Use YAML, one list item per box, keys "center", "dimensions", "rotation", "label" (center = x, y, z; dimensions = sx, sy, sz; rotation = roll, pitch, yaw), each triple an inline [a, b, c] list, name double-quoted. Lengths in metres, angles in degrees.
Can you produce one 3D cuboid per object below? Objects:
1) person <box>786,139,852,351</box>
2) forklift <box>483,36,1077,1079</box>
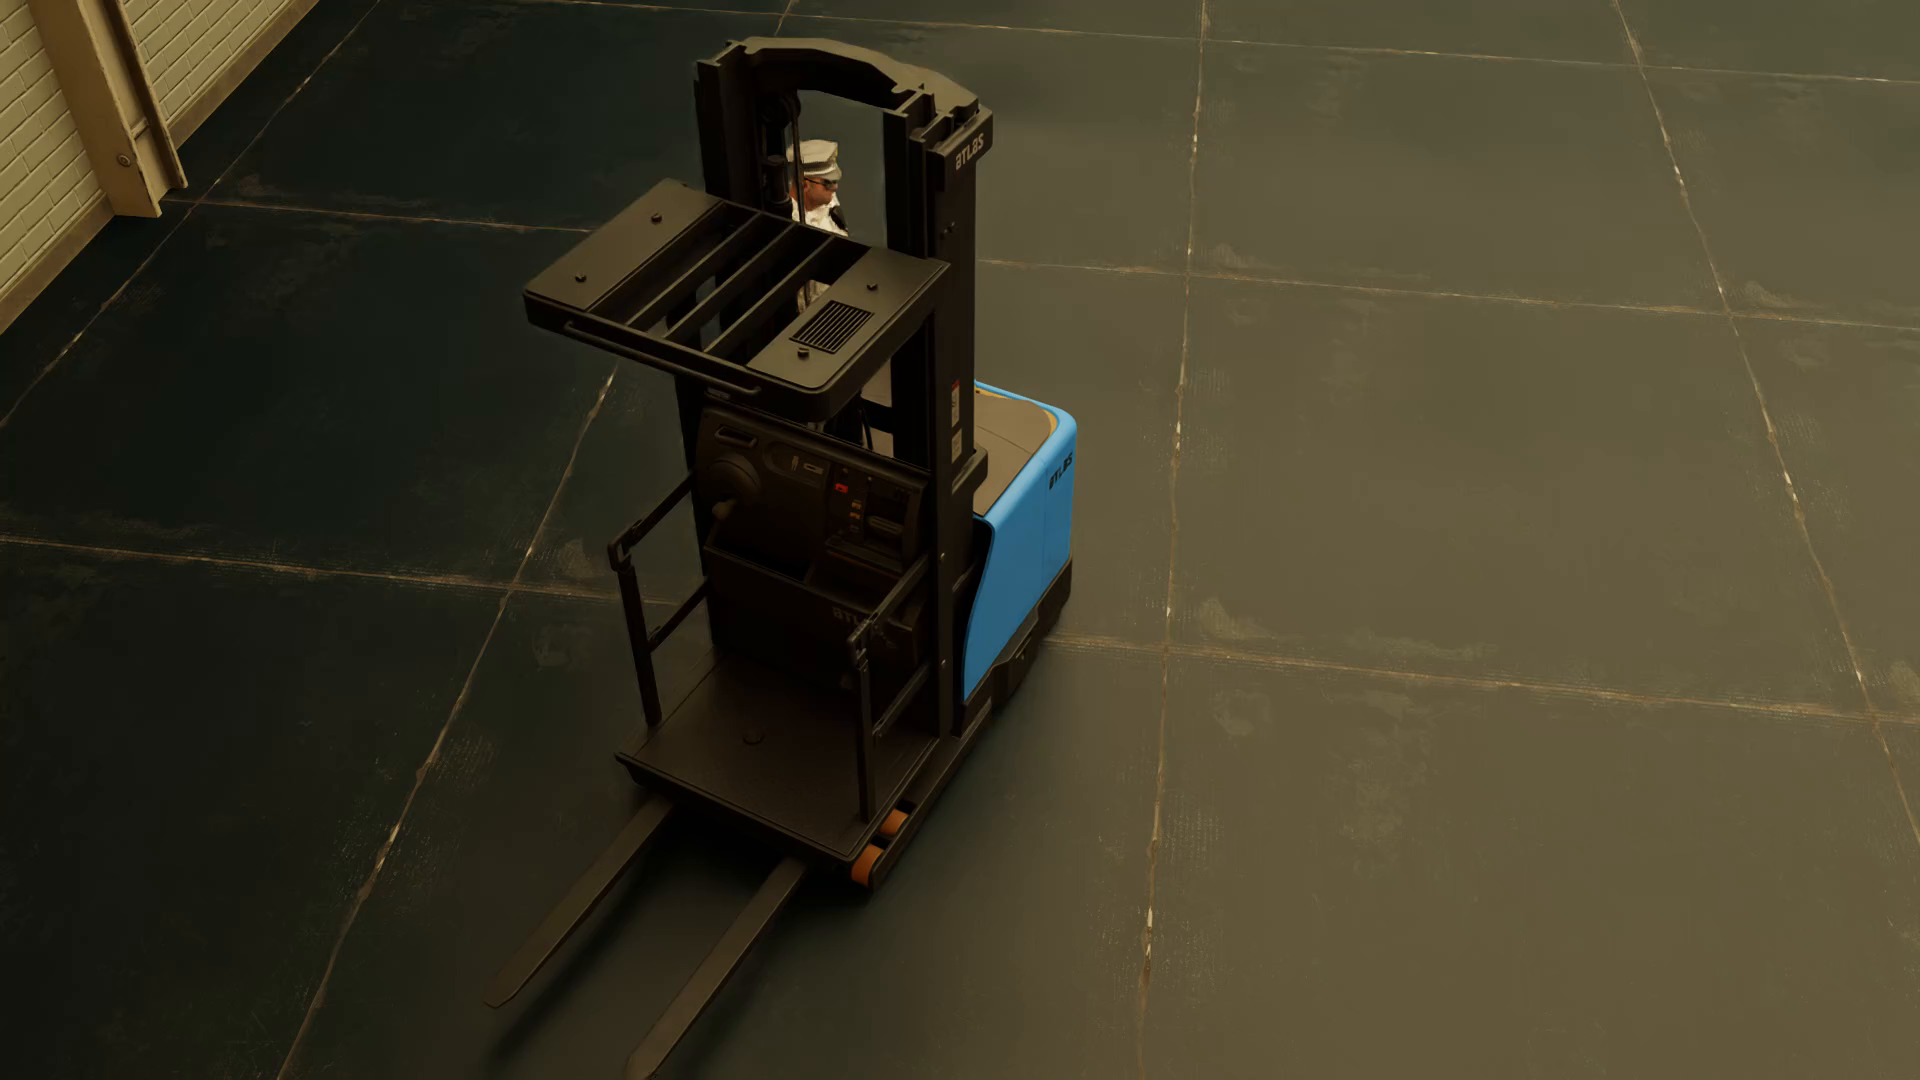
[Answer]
- center: [-0.694, -1.096, 7.807]
  dimensions: [0.384, 1.728, 0.790]
  rotation: [19, 46, 20]
  label: "person"
- center: [-0.649, -0.094, 5.826]
  dimensions: [1.130, 2.935, 3.031]
  rotation: [20, 46, 21]
  label: "forklift"
